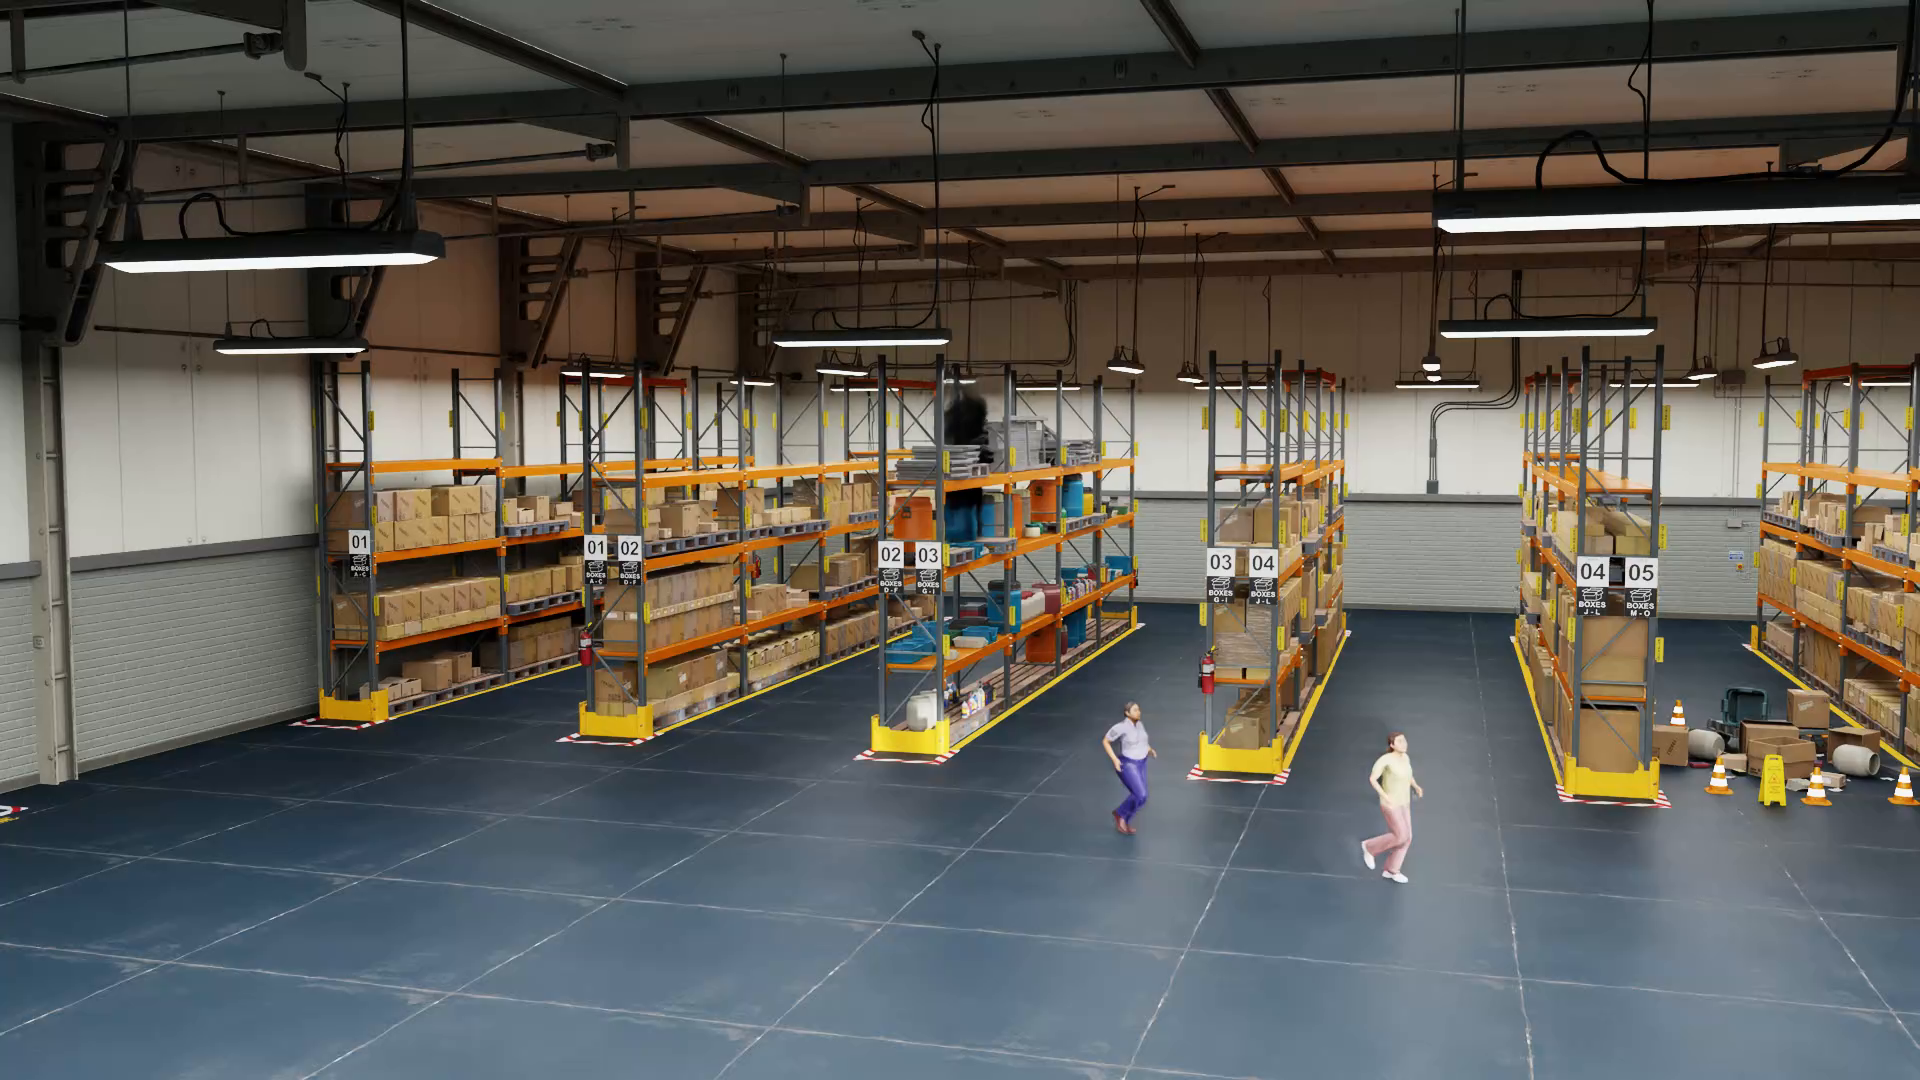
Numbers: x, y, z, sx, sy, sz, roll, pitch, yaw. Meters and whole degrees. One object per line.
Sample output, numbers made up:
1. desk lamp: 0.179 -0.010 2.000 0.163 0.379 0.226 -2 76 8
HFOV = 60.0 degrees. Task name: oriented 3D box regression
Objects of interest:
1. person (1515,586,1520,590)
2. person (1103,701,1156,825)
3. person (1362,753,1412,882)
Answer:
1. person: 13.343 1.428 38.763 0.793 1.681 0.617 1 4 16
2. person: 2.109 2.724 20.062 0.582 1.531 0.592 4 6 43
3. person: 4.727 3.013 18.241 0.537 1.398 0.521 -3 5 -36
